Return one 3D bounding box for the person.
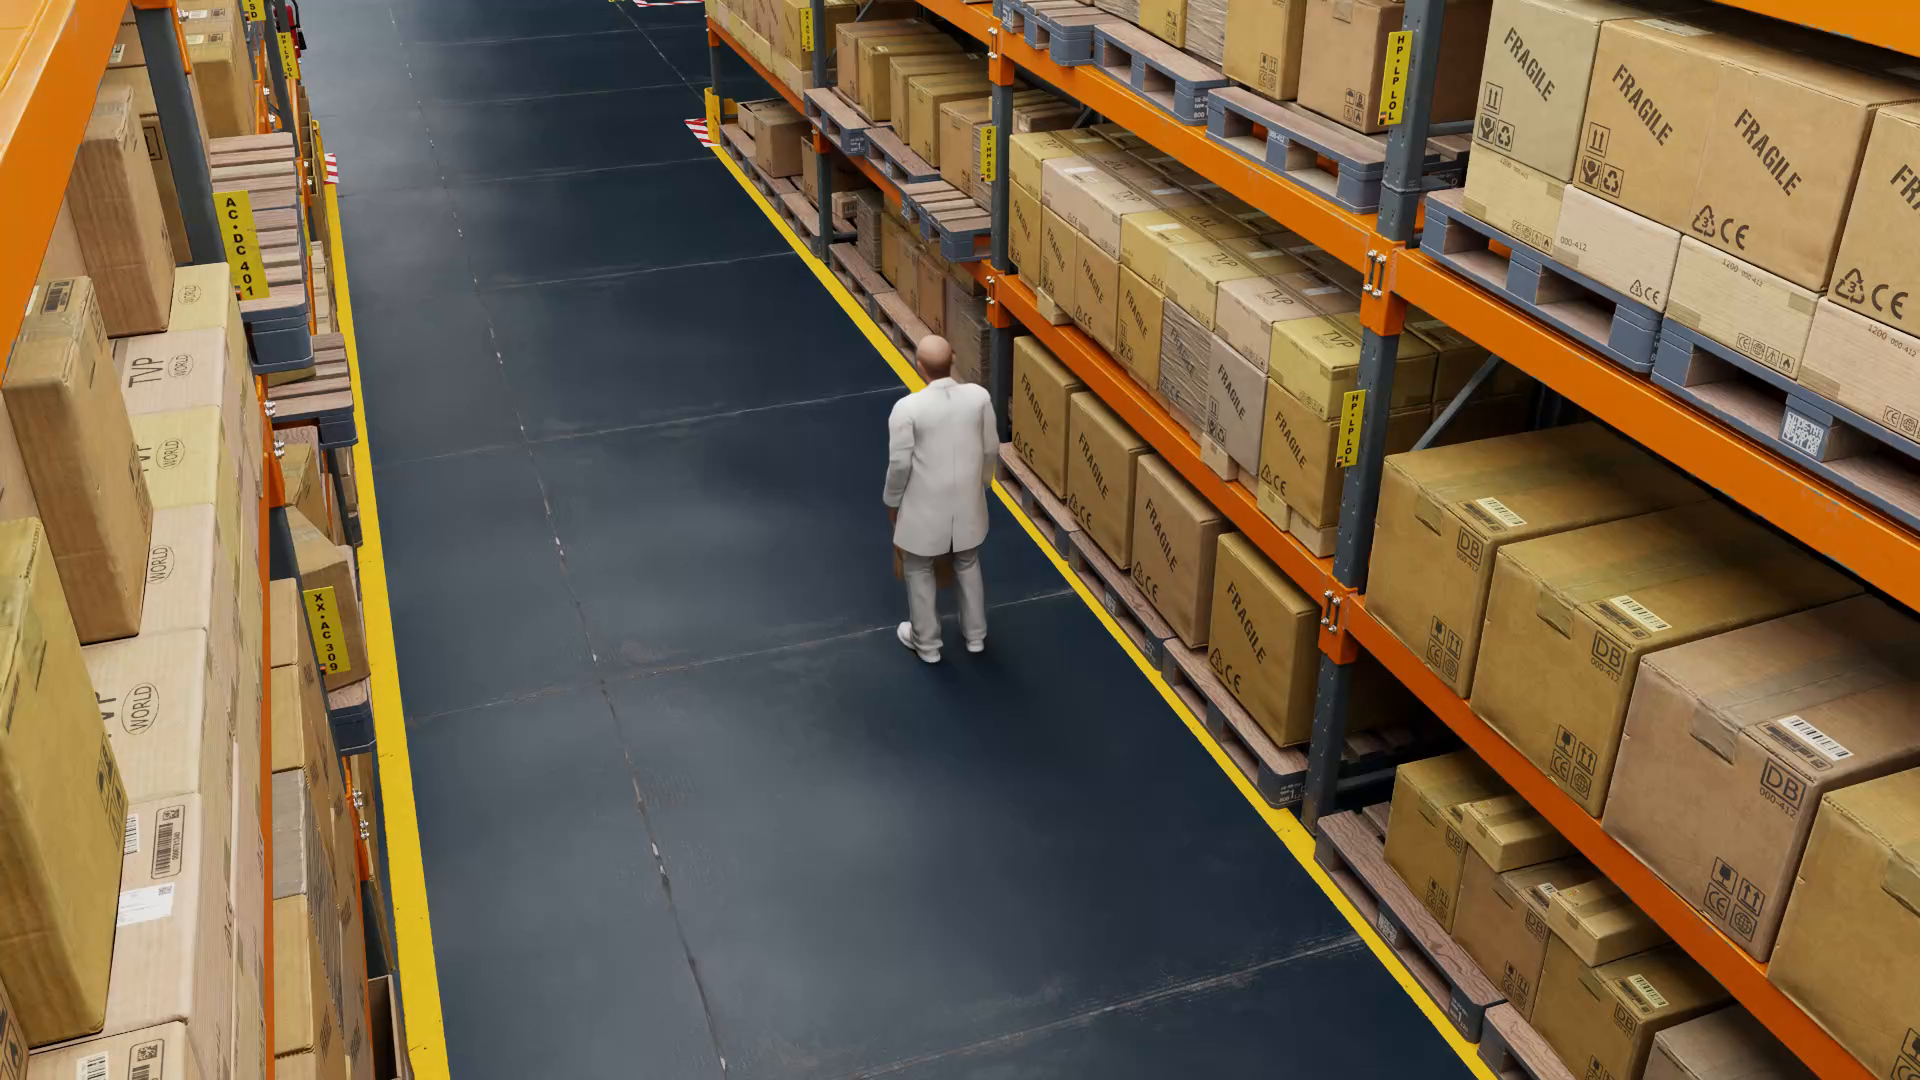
[{"bbox_3d":[-0.101,-0.179,8.523,0.596,1.713,0.424,-11,31,-19],"label":"person"}]
